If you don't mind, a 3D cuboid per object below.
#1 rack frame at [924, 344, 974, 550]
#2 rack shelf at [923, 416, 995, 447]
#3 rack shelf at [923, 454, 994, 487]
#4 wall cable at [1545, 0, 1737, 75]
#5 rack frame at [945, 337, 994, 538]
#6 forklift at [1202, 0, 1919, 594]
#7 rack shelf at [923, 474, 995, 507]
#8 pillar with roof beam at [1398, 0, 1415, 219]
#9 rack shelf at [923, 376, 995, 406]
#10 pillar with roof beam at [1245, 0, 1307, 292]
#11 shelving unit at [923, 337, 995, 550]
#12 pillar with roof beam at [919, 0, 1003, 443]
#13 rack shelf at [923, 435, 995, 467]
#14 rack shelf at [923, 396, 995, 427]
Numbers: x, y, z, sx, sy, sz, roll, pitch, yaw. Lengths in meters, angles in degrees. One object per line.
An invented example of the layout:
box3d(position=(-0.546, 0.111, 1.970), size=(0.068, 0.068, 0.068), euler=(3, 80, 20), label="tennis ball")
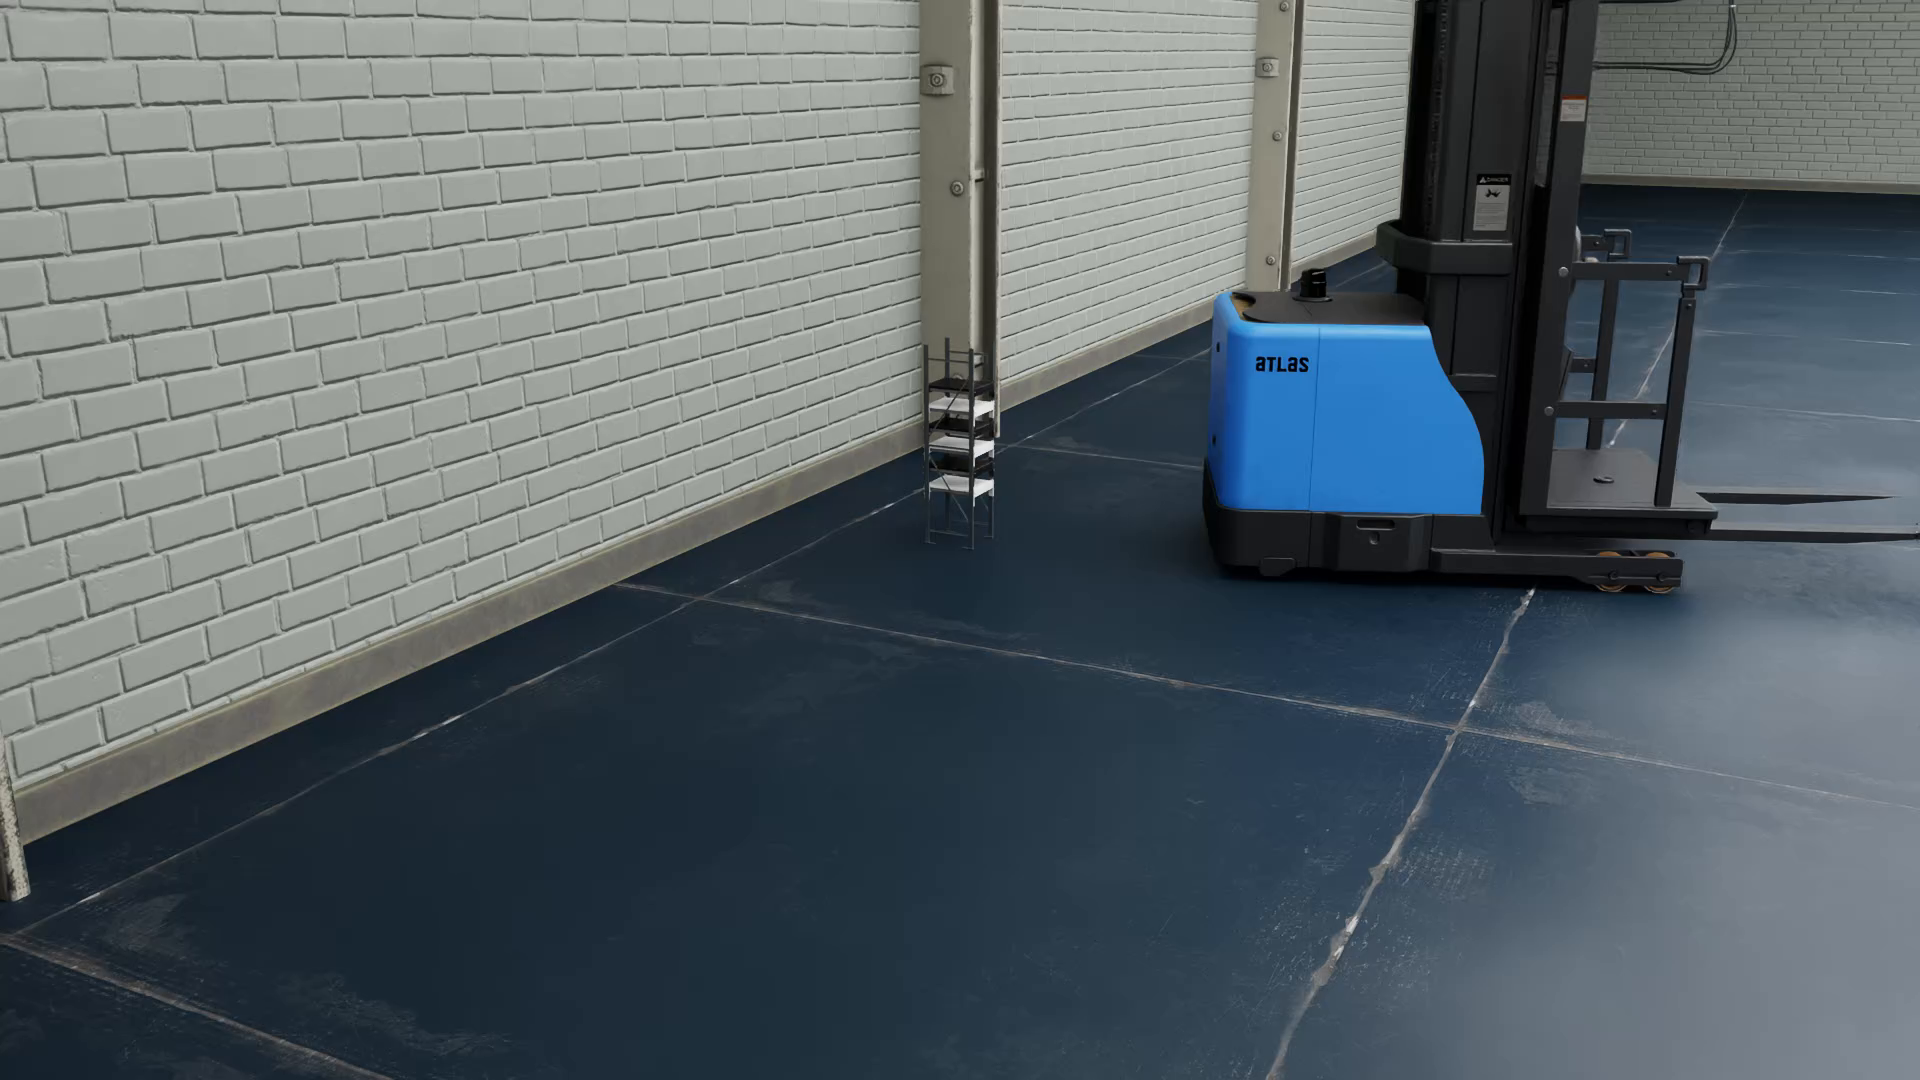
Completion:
box3d(position=(-0.049, -0.403, 7.302), size=(0.240, 0.900, 0.006), euler=(8, 18, 25), label="rack frame")
box3d(position=(-0.004, -0.484, 7.373), size=(0.258, 0.077, 0.200), euler=(8, 18, 25), label="rack shelf")
box3d(position=(-0.004, -0.311, 7.424), size=(0.258, 0.077, 0.200), euler=(8, 18, 25), label="rack shelf")
box3d(position=(10.548, -8.559, 25.989), size=(3.097, 2.526, 0.112), euler=(8, 18, 25), label="wall cable")
box3d(position=(0.042, -0.455, 7.476), size=(0.240, 0.900, 0.006), euler=(8, 18, 25), label="rack frame")
box3d(position=(2.615, -1.344, 6.900), size=(3.031, 2.935, 1.130), euler=(1, 17, 5), label="forklift")
box3d(position=(-0.004, -0.225, 7.450), size=(0.258, 0.077, 0.200), euler=(8, 18, 25), label="rack shelf")
box3d(position=(9.219, -7.389, 16.597), size=(9.100, 9.000, 0.400), euler=(8, 18, 25), label="pillar with roof beam")
box3d(position=(-0.004, -0.656, 7.322), size=(0.258, 0.077, 0.200), euler=(8, 18, 25), label="rack shelf")
box3d(position=(6.538, -5.861, 11.451), size=(9.100, 9.000, 0.400), euler=(8, 18, 25), label="pillar with roof beam")
box3d(position=(-0.004, -0.429, 7.389), size=(0.258, 0.900, 0.210), euler=(8, 18, 25), label="shelving unit")
box3d(position=(3.857, -4.332, 6.306), size=(9.100, 9.000, 0.400), euler=(8, 18, 25), label="pillar with roof beam")
box3d(position=(-0.004, -0.397, 7.399), size=(0.258, 0.077, 0.200), euler=(8, 18, 25), label="rack shelf")
box3d(position=(-0.004, -0.570, 7.348), size=(0.258, 0.077, 0.200), euler=(8, 18, 25), label="rack shelf")
